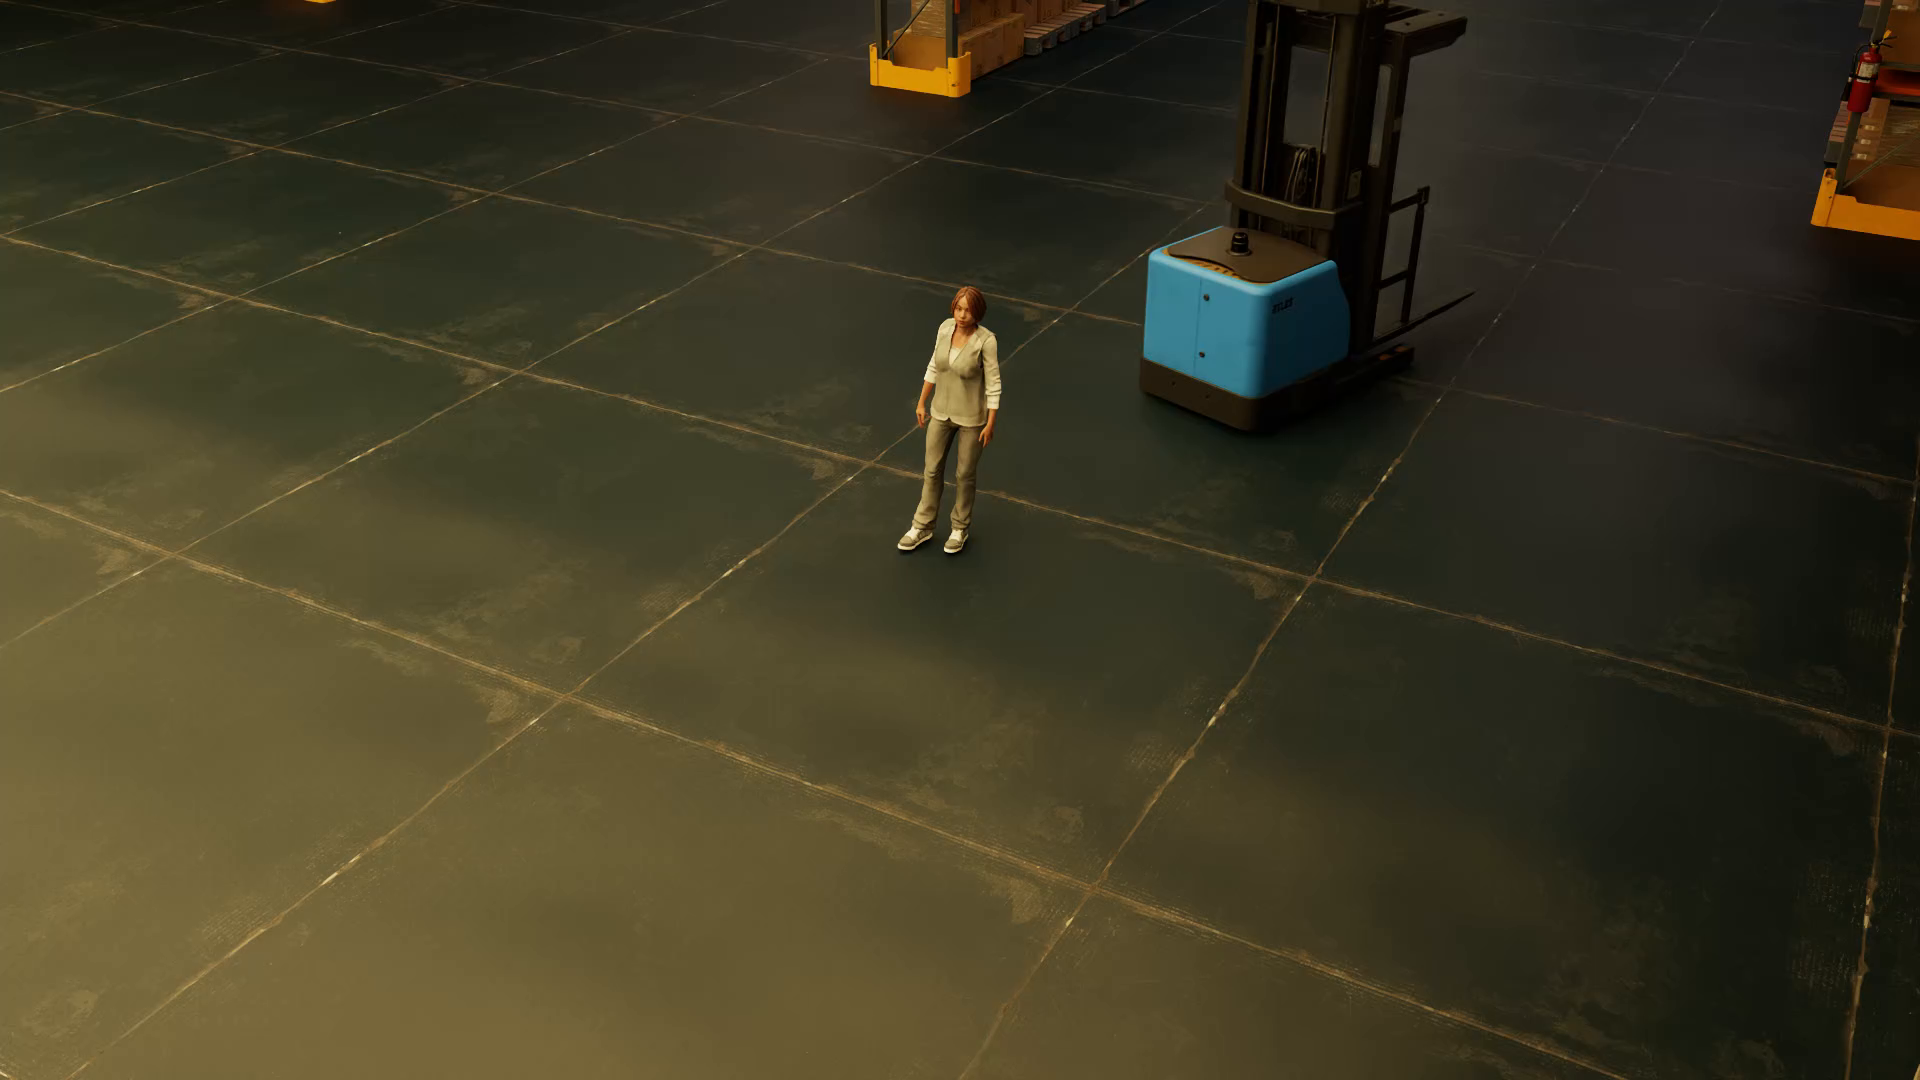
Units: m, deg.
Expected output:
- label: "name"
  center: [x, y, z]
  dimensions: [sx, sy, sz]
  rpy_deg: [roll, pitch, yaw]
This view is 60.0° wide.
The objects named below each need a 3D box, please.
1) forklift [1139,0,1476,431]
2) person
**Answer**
- label: "forklift"
  center: [2.680, -2.622, 11.614]
  dimensions: [3.031, 2.935, 1.130]
  rpy_deg: [-25, 38, -36]
- label: "person"
  center: [-0.048, -0.668, 9.549]
  dimensions: [0.521, 1.599, 0.473]
  rpy_deg: [15, 33, 25]
